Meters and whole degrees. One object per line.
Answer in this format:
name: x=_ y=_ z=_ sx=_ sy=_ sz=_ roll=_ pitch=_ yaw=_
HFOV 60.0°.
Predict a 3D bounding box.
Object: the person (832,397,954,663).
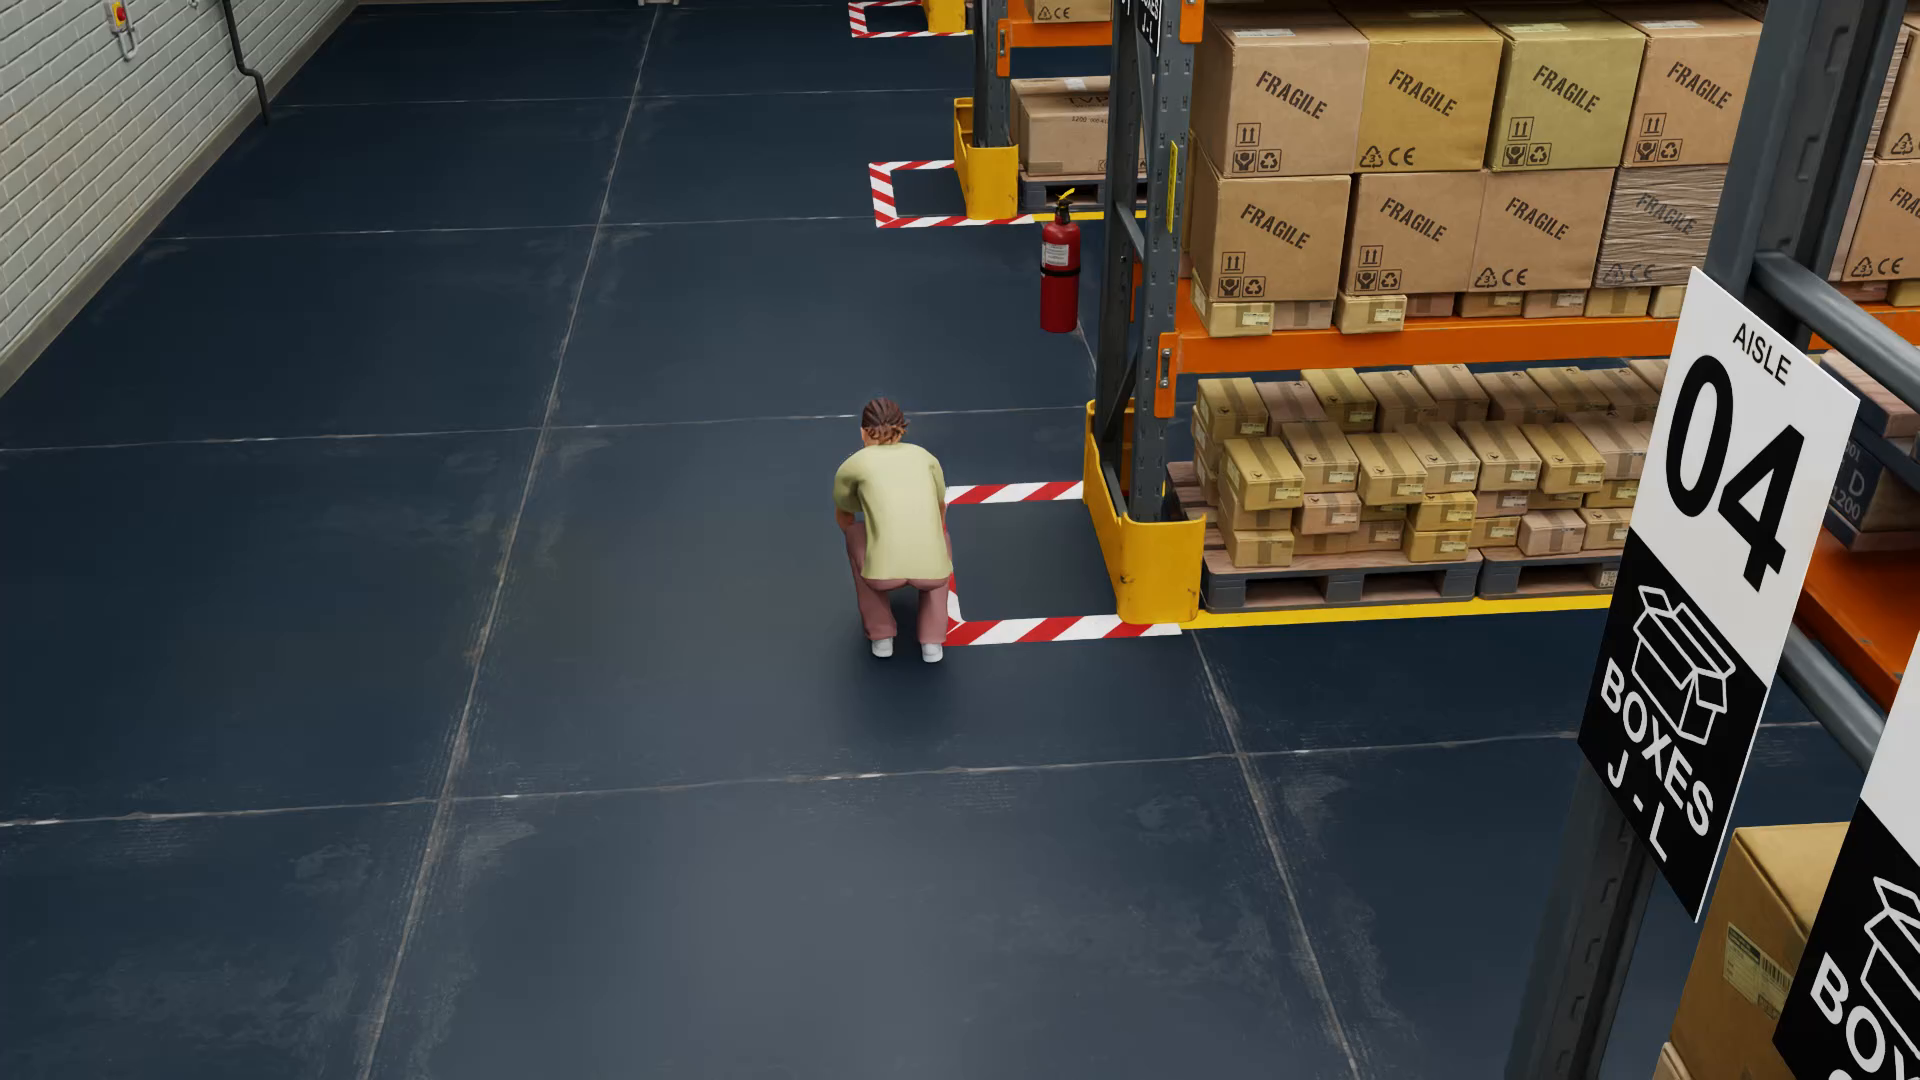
person: x=-0.272 y=-0.023 z=6.852 sx=0.494 sy=0.976 sz=0.783 roll=-2 pitch=31 yaw=-4
